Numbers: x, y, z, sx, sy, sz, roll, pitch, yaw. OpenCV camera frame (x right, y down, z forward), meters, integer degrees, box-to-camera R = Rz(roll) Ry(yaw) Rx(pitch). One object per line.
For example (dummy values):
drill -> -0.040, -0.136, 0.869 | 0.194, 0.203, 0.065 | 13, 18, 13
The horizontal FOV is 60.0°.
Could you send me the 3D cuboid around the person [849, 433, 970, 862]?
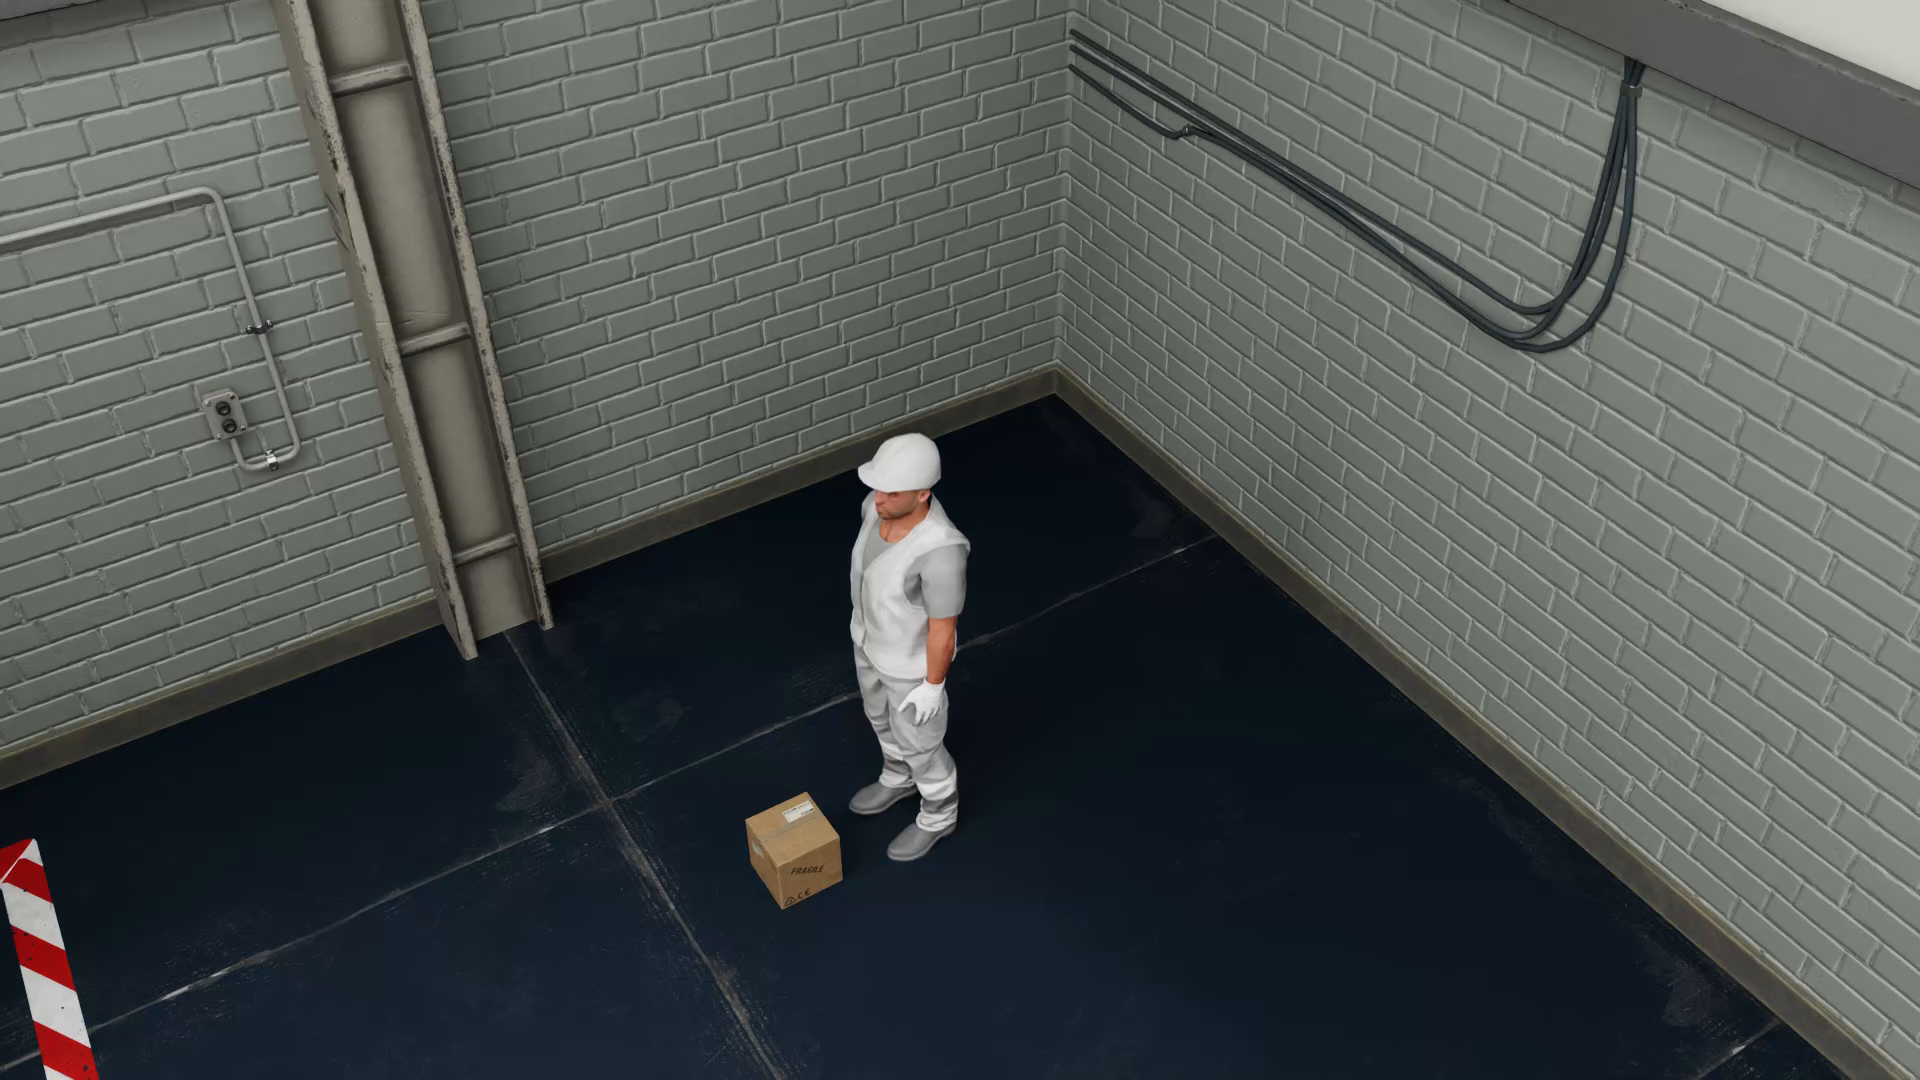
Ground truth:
person -> -0.196, 0.378, 5.699 | 0.351, 1.795, 0.524 | -21, 45, -23
